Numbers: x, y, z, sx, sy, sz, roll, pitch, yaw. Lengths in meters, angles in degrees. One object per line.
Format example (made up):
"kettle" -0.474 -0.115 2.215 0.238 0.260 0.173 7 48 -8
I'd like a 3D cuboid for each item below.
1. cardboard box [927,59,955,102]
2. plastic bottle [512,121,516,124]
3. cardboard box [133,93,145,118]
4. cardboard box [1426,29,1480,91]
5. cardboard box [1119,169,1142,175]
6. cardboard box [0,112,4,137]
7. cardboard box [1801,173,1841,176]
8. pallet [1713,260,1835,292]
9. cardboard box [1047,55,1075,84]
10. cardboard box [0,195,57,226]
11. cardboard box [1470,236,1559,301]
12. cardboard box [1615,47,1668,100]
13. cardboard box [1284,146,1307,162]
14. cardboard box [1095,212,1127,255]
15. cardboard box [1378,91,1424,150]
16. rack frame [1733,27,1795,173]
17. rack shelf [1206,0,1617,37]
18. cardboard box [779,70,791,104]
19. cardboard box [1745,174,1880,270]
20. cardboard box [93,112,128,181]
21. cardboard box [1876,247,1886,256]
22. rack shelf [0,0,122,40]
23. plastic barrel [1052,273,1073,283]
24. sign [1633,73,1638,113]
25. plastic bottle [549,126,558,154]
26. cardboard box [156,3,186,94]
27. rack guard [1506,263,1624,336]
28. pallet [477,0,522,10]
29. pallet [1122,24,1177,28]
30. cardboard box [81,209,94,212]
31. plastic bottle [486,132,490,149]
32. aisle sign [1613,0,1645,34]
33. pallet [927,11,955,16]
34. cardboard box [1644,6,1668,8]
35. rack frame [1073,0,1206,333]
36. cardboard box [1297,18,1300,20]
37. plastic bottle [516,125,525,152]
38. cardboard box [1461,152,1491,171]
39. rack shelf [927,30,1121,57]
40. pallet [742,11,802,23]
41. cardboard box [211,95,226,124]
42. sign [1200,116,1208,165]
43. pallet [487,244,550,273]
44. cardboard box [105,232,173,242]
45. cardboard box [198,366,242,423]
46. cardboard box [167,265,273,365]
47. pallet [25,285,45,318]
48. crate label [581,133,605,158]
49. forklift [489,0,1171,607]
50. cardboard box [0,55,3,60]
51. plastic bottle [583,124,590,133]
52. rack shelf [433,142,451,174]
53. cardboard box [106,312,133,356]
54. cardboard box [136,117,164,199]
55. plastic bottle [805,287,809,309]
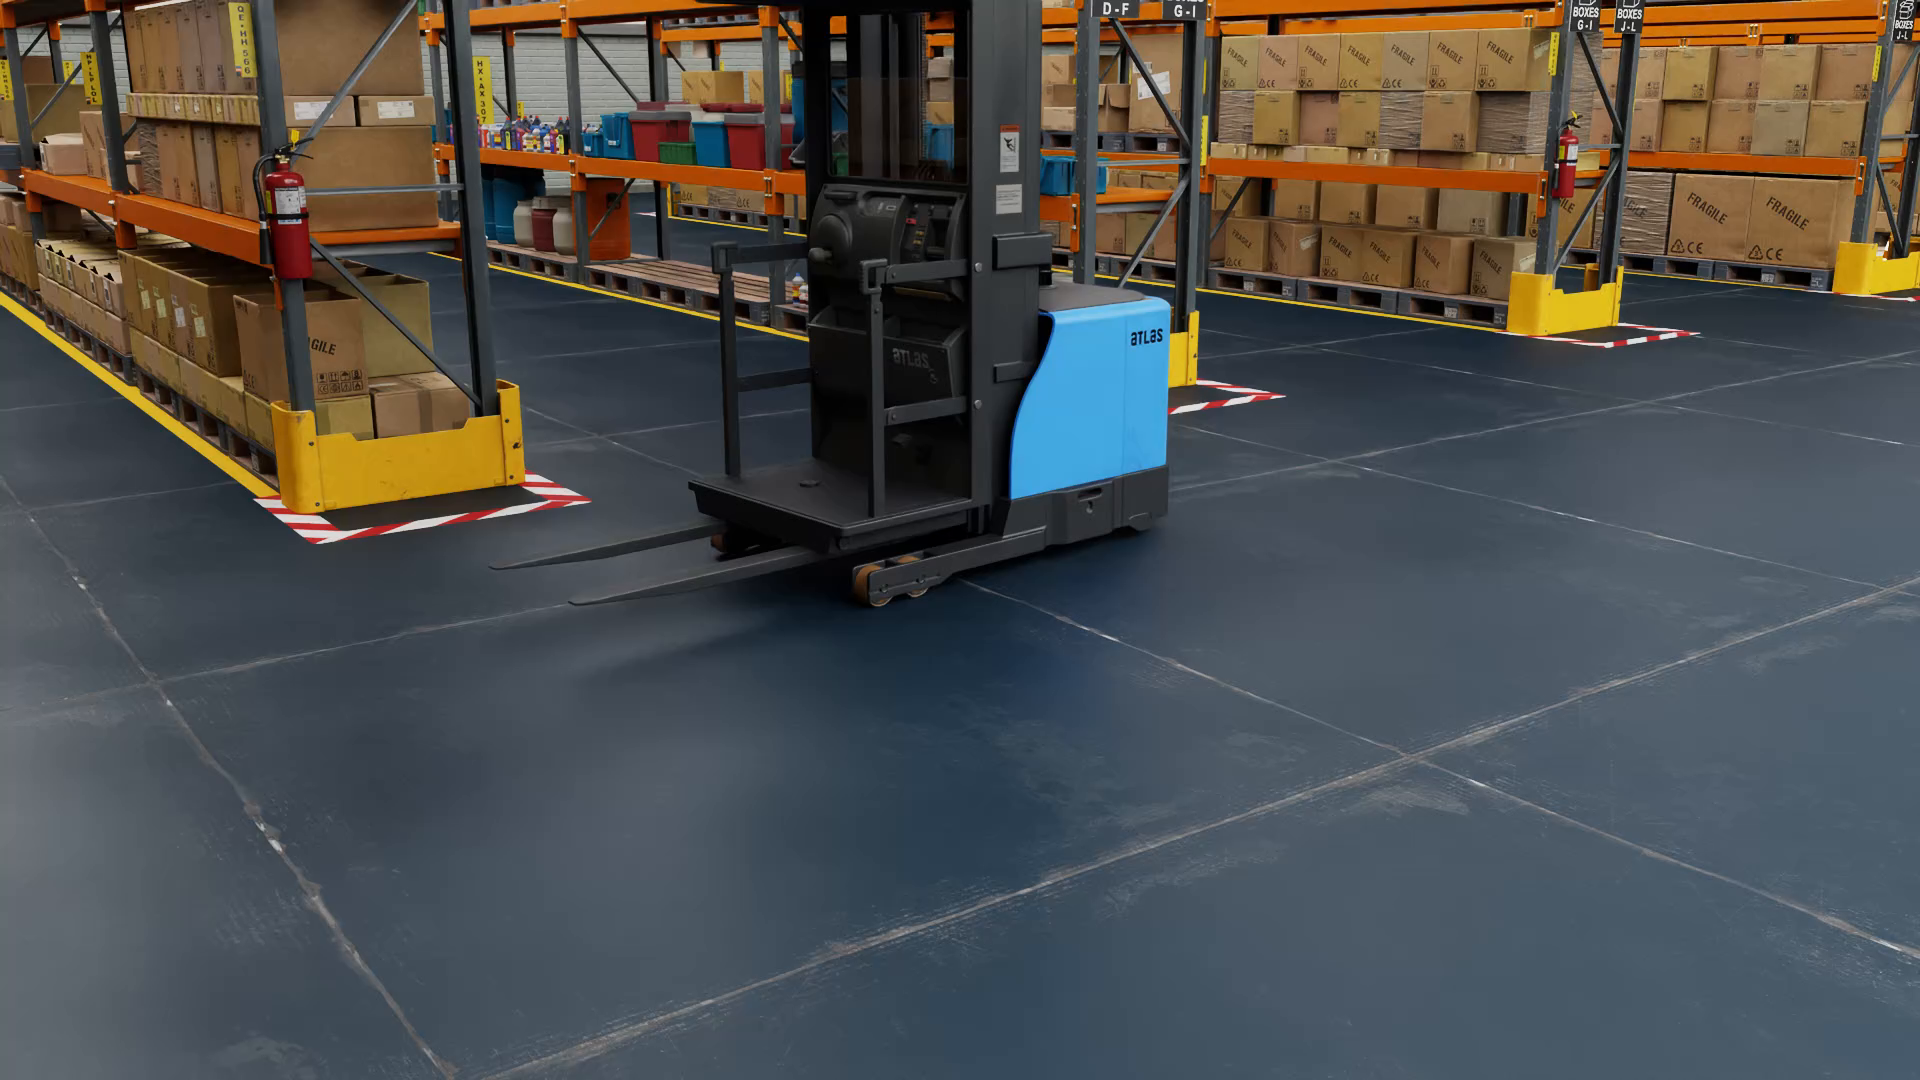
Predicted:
"cardboard box" 0.061 -5.635 20.392 0.797 0.503 0.637 -10 18 -33
"plastic bottle" -5.388 -4.935 20.162 0.152 0.276 0.135 -11 19 -35
"cardboard box" -5.037 -2.773 10.608 0.380 0.149 0.250 -11 19 -34
"cardboard box" 4.359 -4.095 14.207 0.500 0.500 0.500 -11 19 -35
"cardboard box" 2.733 -5.593 24.848 0.500 0.250 0.500 -10 18 -33
"cardboard box" -8.801 -4.144 16.051 0.500 0.500 0.700 12 19 38
"cardboard box" 11.298 -4.586 21.641 0.500 0.500 0.500 -10 18 -32
"pallet" 8.719 -2.798 17.398 1.003 0.211 1.213 -11 19 -35
"cardboard box" 1.702 -7.279 25.841 0.500 0.500 0.500 -12 19 -36
"cardboard box" -8.919 -3.168 15.949 0.500 0.250 0.500 -11 19 -36
"cardboard box" 4.828 -2.369 14.487 0.500 0.500 0.500 -7 17 -24
"cardboard box" 7.714 -5.111 18.239 0.875 0.550 0.550 -11 19 -35
"cardboard box" 3.287 -3.660 15.742 0.380 0.149 0.250 -11 19 -35
"cardboard box" 1.891 -3.455 18.419 0.700 0.500 0.500 -13 20 -39
"cardboard box" 4.230 -3.751 14.845 0.875 0.500 0.500 -11 19 -35
"rack frame" 10.845 -5.628 22.457 1.000 3.000 0.127 -11 19 -35
"rack shelf" 4.005 -4.763 14.975 1.077 0.370 4.000 -11 19 -35
"cardboard box" -2.361 -6.288 23.167 0.500 0.500 0.500 -10 18 -33
"cardboard box" 8.801 -3.296 17.167 0.875 0.875 0.875 -11 19 -34
"cardboard box" -6.228 -2.987 12.619 0.500 0.500 0.500 -11 19 -34
"cardboard box" 10.793 -3.365 19.589 0.380 0.149 0.250 -2 15 -6
"rack shelf" -8.714 -4.934 15.602 1.077 0.370 4.000 -11 19 -35
"plastic barrel" 0.726 -1.598 11.650 0.421 0.512 0.421 0 15 0
"sign" 5.620 -3.737 13.910 0.100 0.325 0.005 -11 19 -35
"plastic bottle" -4.247 -4.188 17.418 0.061 0.283 0.133 -11 19 -35
"cardboard box" -4.328 -2.918 9.910 0.700 0.500 0.500 -11 19 -35
"rack guard" 5.137 -2.046 14.105 1.175 0.500 0.348 -11 19 -35
"pallet" -4.672 -5.991 18.459 1.003 0.211 1.213 -11 19 -35
"pallet" 3.086 -7.533 24.092 1.213 0.211 1.003 -11 19 -35
"cardboard box" -9.368 -3.207 17.513 0.500 0.500 0.500 -11 19 -35
"plastic bottle" -5.326 -4.549 18.890 0.097 0.201 0.097 0 15 0
"aisle sign" 5.460 -4.523 13.495 0.394 0.787 0.004 -11 19 -35
"pallet" 0.056 -6.429 20.059 1.213 0.211 1.003 -10 18 -32
"cardboard box" 9.792 -7.525 23.195 0.500 0.250 0.500 -11 19 -34
"rack frame" 1.175 -2.467 10.907 1.000 3.000 0.127 -11 19 -35
"cardboard box" 4.428 -7.351 22.879 0.500 0.500 0.500 -11 19 -35
"plastic bottle" -4.784 -4.383 18.129 0.061 0.283 0.133 -11 19 -35
"cardboard box" 4.512 -3.242 14.216 0.380 0.149 0.250 -11 19 -35
"rack shelf" 1.021 -8.073 27.072 1.077 0.370 4.000 -11 19 -35
"pallet" -2.347 -7.378 23.338 1.003 0.211 1.213 -11 19 -35
"cardboard box" -3.819 -2.332 8.997 0.380 0.149 0.250 -10 18 -33
"sign" 1.622 -2.685 11.179 0.100 0.325 0.005 -11 19 -35
"pallet" -4.739 -3.252 19.059 1.003 0.211 1.213 -11 19 -35
"cardboard box" -7.031 -2.480 14.307 0.500 0.311 0.500 -10 18 -33
"cardboard box" -3.987 -0.855 9.432 0.500 0.250 0.500 -11 19 -35
"cardboard box" -4.283 -1.323 9.722 0.500 0.500 0.500 -11 19 -35
"pallet" -7.946 -2.227 15.315 1.003 0.211 1.213 -11 19 -35
"crate label" -3.584 -3.946 16.630 0.303 0.233 0.416 -11 19 -35
"forklift" -0.463 -1.303 6.786 3.031 2.935 1.130 -13 20 -40
"cardboard box" -10.396 -4.860 17.566 0.500 0.500 0.500 -11 19 -34
"plastic bottle" -4.164 -4.515 18.612 0.061 0.283 0.133 -11 19 -35
"rack shelf" -7.057 -5.109 21.925 1.077 0.370 4.000 -11 19 -35
"cardboard box" -5.664 -1.473 11.688 0.500 0.250 0.500 -11 19 -35
"cardboard box" -4.920 -2.507 10.866 0.700 0.500 0.500 -11 19 -36
"plastic bottle" -1.225 -2.004 13.683 0.097 0.201 0.097 0 15 0
